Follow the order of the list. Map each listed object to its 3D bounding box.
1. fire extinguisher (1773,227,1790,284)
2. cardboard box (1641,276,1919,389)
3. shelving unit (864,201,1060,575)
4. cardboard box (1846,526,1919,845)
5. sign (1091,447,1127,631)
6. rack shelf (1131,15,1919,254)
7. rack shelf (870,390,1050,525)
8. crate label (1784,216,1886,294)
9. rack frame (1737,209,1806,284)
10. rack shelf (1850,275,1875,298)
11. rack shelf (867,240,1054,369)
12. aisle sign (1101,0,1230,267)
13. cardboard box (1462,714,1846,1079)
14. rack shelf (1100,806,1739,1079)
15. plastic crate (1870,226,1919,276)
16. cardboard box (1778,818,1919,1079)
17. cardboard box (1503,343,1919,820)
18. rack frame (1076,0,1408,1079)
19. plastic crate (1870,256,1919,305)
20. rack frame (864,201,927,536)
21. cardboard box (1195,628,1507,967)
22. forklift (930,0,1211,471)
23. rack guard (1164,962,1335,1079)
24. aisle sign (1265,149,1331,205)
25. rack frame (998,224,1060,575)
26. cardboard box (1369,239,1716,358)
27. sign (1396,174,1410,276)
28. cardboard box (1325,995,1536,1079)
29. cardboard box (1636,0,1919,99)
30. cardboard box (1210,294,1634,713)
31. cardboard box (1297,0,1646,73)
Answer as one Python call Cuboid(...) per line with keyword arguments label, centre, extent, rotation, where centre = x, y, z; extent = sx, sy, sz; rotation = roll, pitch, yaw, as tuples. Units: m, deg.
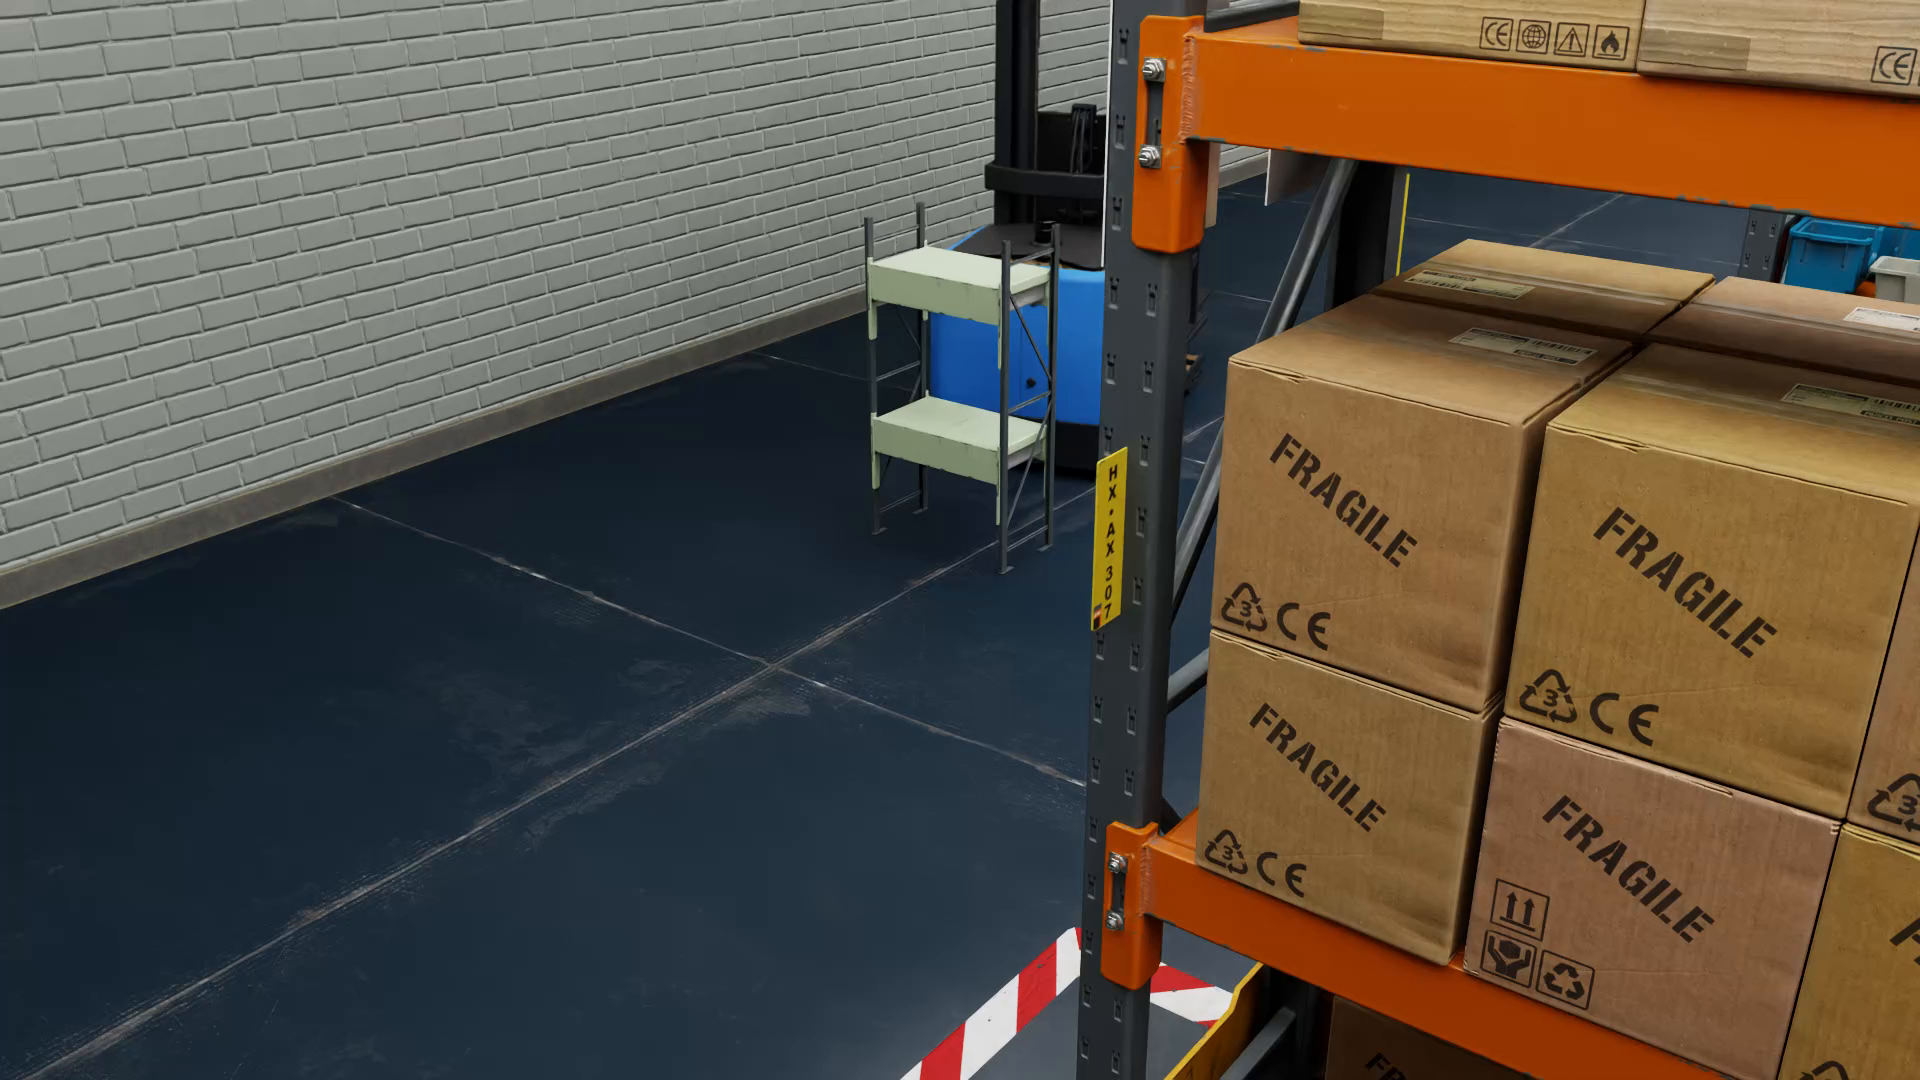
Cuboid(label="fire extinguisher", centre=(3.718, -1.353, 7.660), extent=(0.183, 0.674, 0.296), rotation=(17, 29, 33))
Cuboid(label="cardboard box", centre=(1.518, -0.141, 2.987), extent=(0.500, 0.500, 0.500), rotation=(18, 29, 35))
Cuboid(label="shelving unit", centre=(0.005, -0.685, 7.444), extent=(0.755, 1.500, 0.431), rotation=(17, 29, 33))
Cuboid(label="cardboard box", centre=(1.609, 0.157, 2.310), extent=(0.500, 0.500, 0.500), rotation=(17, 29, 34))
Cuboid(label="sign", centre=(0.267, 0.000, 2.956), extent=(0.005, 0.325, 0.100), rotation=(17, 29, 33))
Cuboid(label="rack shelf", centre=(2.192, -0.339, 1.971), extent=(4.000, 0.370, 1.077), rotation=(17, 29, 33))
Cuboid(label="rack shelf", centre=(0.005, -0.386, 7.575), extent=(0.720, 0.370, 0.431), rotation=(17, 29, 33))
Cuboid(label="crate label", centre=(3.566, -1.161, 6.798), extent=(0.303, 0.233, 0.416), rotation=(17, 29, 33))
Cuboid(label="rack frame", centre=(3.566, -1.376, 7.153), extent=(0.127, 3.000, 1.000), rotation=(17, 29, 33))
Cuboid(label="rack shelf", centre=(5.166, -0.563, 6.201), extent=(4.000, 0.370, 1.077), rotation=(17, 29, 33))
Cuboid(label="rack shelf", centre=(0.005, -1.042, 7.287), extent=(0.720, 0.370, 0.431), rotation=(17, 29, 33))
Cuboid(label="aisle sign", centre=(0.361, -0.890, 2.826), extent=(0.004, 0.787, 0.394), rotation=(17, 29, 33))
Cuboid(label="cardboard box", centre=(1.205, 0.491, 2.792), extent=(0.500, 0.500, 0.500), rotation=(16, 29, 33))
Cuboid(label="rack shelf", centre=(2.192, 1.034, 2.575), extent=(4.000, 0.370, 1.077), rotation=(17, 29, 33))
Cuboid(label="plastic crate", centre=(3.946, -1.399, 7.087), extent=(0.499, 0.435, 0.616), rotation=(17, 29, 33))
Cuboid(label="cardboard box", centre=(1.605, 0.613, 2.514), extent=(0.500, 0.500, 0.500), rotation=(17, 29, 33))
Cuboid(label="cardboard box", centre=(1.212, 0.034, 2.588), extent=(0.500, 0.500, 0.500), rotation=(17, 29, 34))
Cuboid(label="rack frame", centre=(0.592, 0.221, 3.528), extent=(0.127, 3.000, 1.000), rotation=(17, 29, 33))
Cuboid(label="plastic crate", centre=(3.773, -1.013, 6.581), extent=(0.298, 0.136, 0.250), rotation=(17, 29, 33))
Cuboid(label="rack frame", centre=(-0.288, -0.773, 7.645), extent=(0.023, 1.500, 0.400), rotation=(17, 29, 33))
Cuboid(label="cardboard box", centre=(0.789, 0.368, 3.071), extent=(0.500, 0.500, 0.500), rotation=(18, 29, 34))
Cuboid(label="forklift", centre=(0.811, -2.251, 9.223), extent=(1.130, 2.935, 3.031), rotation=(8, 25, 18))
Cuboid(label="rack guard", centre=(0.653, 1.383, 3.990), extent=(0.348, 0.500, 1.175), rotation=(17, 29, 33))
Cuboid(label="aisle sign", centre=(0.721, -1.084, 3.266), extent=(0.004, 0.787, 0.394), rotation=(17, 29, 33))
Cuboid(label="rack frame", centre=(0.298, -0.596, 7.243), extent=(0.023, 1.500, 0.400), rotation=(17, 29, 33))
Cuboid(label="cardboard box", centre=(1.113, -0.263, 3.263), extent=(0.500, 0.500, 0.500), rotation=(17, 29, 33))
Cuboid(label="sign", centre=(0.941, -0.628, 3.626), extent=(0.005, 0.325, 0.100), rotation=(17, 29, 33))
Cuboid(label="cardboard box", centre=(1.175, 1.216, 3.825), extent=(0.500, 0.500, 0.500), rotation=(17, 29, 33))
Cuboid(label="cardboard box", centre=(1.243, -0.752, 2.202), extent=(0.500, 0.250, 0.500), rotation=(17, 29, 33))
Cuboid(label="cardboard box", centre=(0.789, -0.090, 2.870), extent=(0.500, 0.500, 0.500), rotation=(18, 29, 35))
Cuboid(label="cardboard box", centre=(0.851, -0.877, 2.485), extent=(0.500, 0.250, 0.500), rotation=(17, 29, 33))
